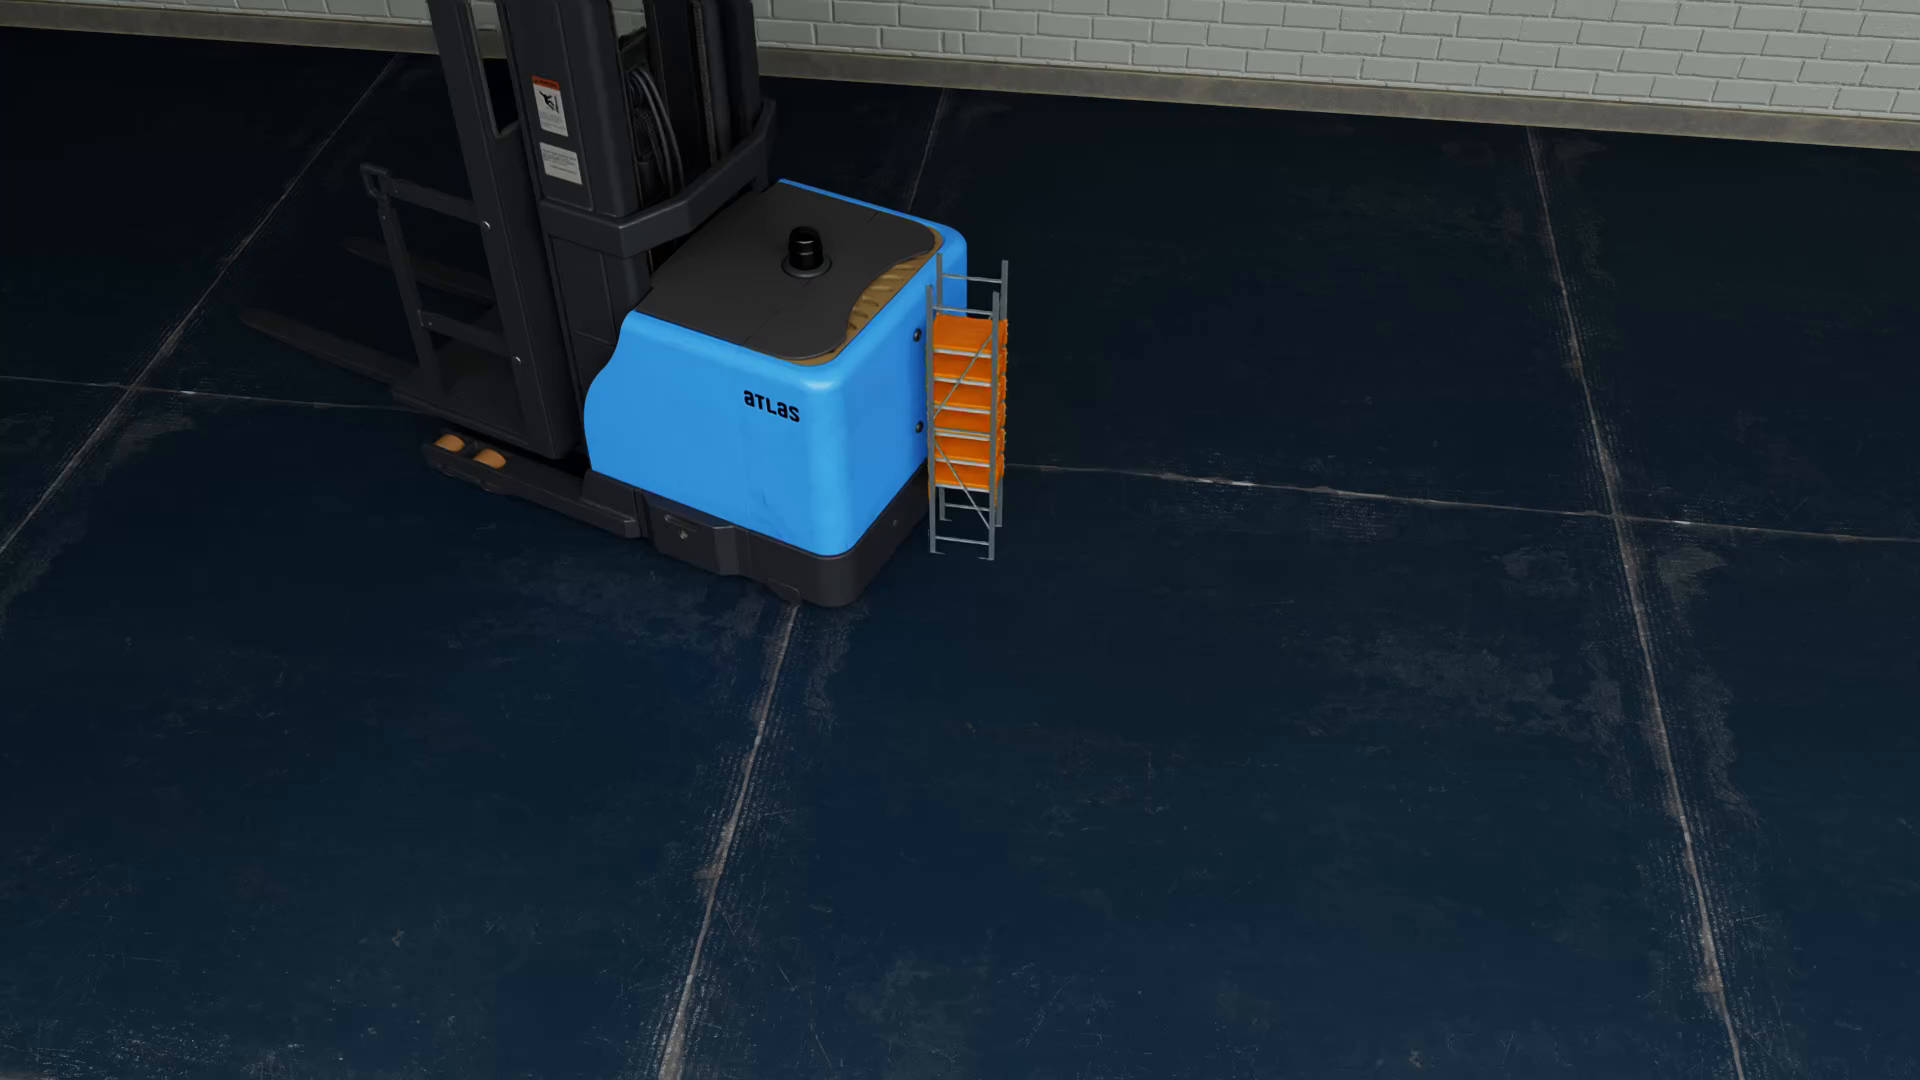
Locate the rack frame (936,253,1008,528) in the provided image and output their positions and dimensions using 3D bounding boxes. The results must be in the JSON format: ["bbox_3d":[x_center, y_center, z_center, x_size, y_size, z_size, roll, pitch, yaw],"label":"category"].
[{"bbox_3d":[0.040,-0.498,5.903,0.240,1.200,0.006,7,44,7],"label":"rack frame"}]

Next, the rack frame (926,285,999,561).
[{"bbox_3d":[0.008,-0.374,5.772,0.240,1.200,0.006,7,44,7],"label":"rack frame"}]

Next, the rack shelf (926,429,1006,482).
[{"bbox_3d":[0.024,-0.317,5.951,0.258,0.103,0.180,7,44,7],"label":"rack shelf"}]

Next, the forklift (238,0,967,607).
[{"bbox_3d":[-1.507,-1.550,5.755,3.031,2.935,1.130,20,47,20],"label":"forklift"}]

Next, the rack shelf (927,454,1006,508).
[{"bbox_3d":[0.024,-0.230,6.033,0.258,0.103,0.180,7,44,7],"label":"rack shelf"}]

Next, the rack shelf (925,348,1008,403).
[{"bbox_3d":[0.024,-0.578,5.703,0.258,0.103,0.180,7,44,7],"label":"rack shelf"}]

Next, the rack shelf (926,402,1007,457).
[{"bbox_3d":[0.024,-0.404,5.868,0.258,0.103,0.180,7,44,7],"label":"rack shelf"}]

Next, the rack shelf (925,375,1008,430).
[{"bbox_3d":[0.024,-0.491,5.786,0.258,0.103,0.180,7,44,7],"label":"rack shelf"}]

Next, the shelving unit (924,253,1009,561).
[{"bbox_3d":[0.024,-0.436,5.838,0.258,1.200,0.189,7,44,7],"label":"shelving unit"}]

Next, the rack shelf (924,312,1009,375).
[{"bbox_3d":[0.024,-0.665,5.621,0.258,0.103,0.180,7,44,7],"label":"rack shelf"}]
